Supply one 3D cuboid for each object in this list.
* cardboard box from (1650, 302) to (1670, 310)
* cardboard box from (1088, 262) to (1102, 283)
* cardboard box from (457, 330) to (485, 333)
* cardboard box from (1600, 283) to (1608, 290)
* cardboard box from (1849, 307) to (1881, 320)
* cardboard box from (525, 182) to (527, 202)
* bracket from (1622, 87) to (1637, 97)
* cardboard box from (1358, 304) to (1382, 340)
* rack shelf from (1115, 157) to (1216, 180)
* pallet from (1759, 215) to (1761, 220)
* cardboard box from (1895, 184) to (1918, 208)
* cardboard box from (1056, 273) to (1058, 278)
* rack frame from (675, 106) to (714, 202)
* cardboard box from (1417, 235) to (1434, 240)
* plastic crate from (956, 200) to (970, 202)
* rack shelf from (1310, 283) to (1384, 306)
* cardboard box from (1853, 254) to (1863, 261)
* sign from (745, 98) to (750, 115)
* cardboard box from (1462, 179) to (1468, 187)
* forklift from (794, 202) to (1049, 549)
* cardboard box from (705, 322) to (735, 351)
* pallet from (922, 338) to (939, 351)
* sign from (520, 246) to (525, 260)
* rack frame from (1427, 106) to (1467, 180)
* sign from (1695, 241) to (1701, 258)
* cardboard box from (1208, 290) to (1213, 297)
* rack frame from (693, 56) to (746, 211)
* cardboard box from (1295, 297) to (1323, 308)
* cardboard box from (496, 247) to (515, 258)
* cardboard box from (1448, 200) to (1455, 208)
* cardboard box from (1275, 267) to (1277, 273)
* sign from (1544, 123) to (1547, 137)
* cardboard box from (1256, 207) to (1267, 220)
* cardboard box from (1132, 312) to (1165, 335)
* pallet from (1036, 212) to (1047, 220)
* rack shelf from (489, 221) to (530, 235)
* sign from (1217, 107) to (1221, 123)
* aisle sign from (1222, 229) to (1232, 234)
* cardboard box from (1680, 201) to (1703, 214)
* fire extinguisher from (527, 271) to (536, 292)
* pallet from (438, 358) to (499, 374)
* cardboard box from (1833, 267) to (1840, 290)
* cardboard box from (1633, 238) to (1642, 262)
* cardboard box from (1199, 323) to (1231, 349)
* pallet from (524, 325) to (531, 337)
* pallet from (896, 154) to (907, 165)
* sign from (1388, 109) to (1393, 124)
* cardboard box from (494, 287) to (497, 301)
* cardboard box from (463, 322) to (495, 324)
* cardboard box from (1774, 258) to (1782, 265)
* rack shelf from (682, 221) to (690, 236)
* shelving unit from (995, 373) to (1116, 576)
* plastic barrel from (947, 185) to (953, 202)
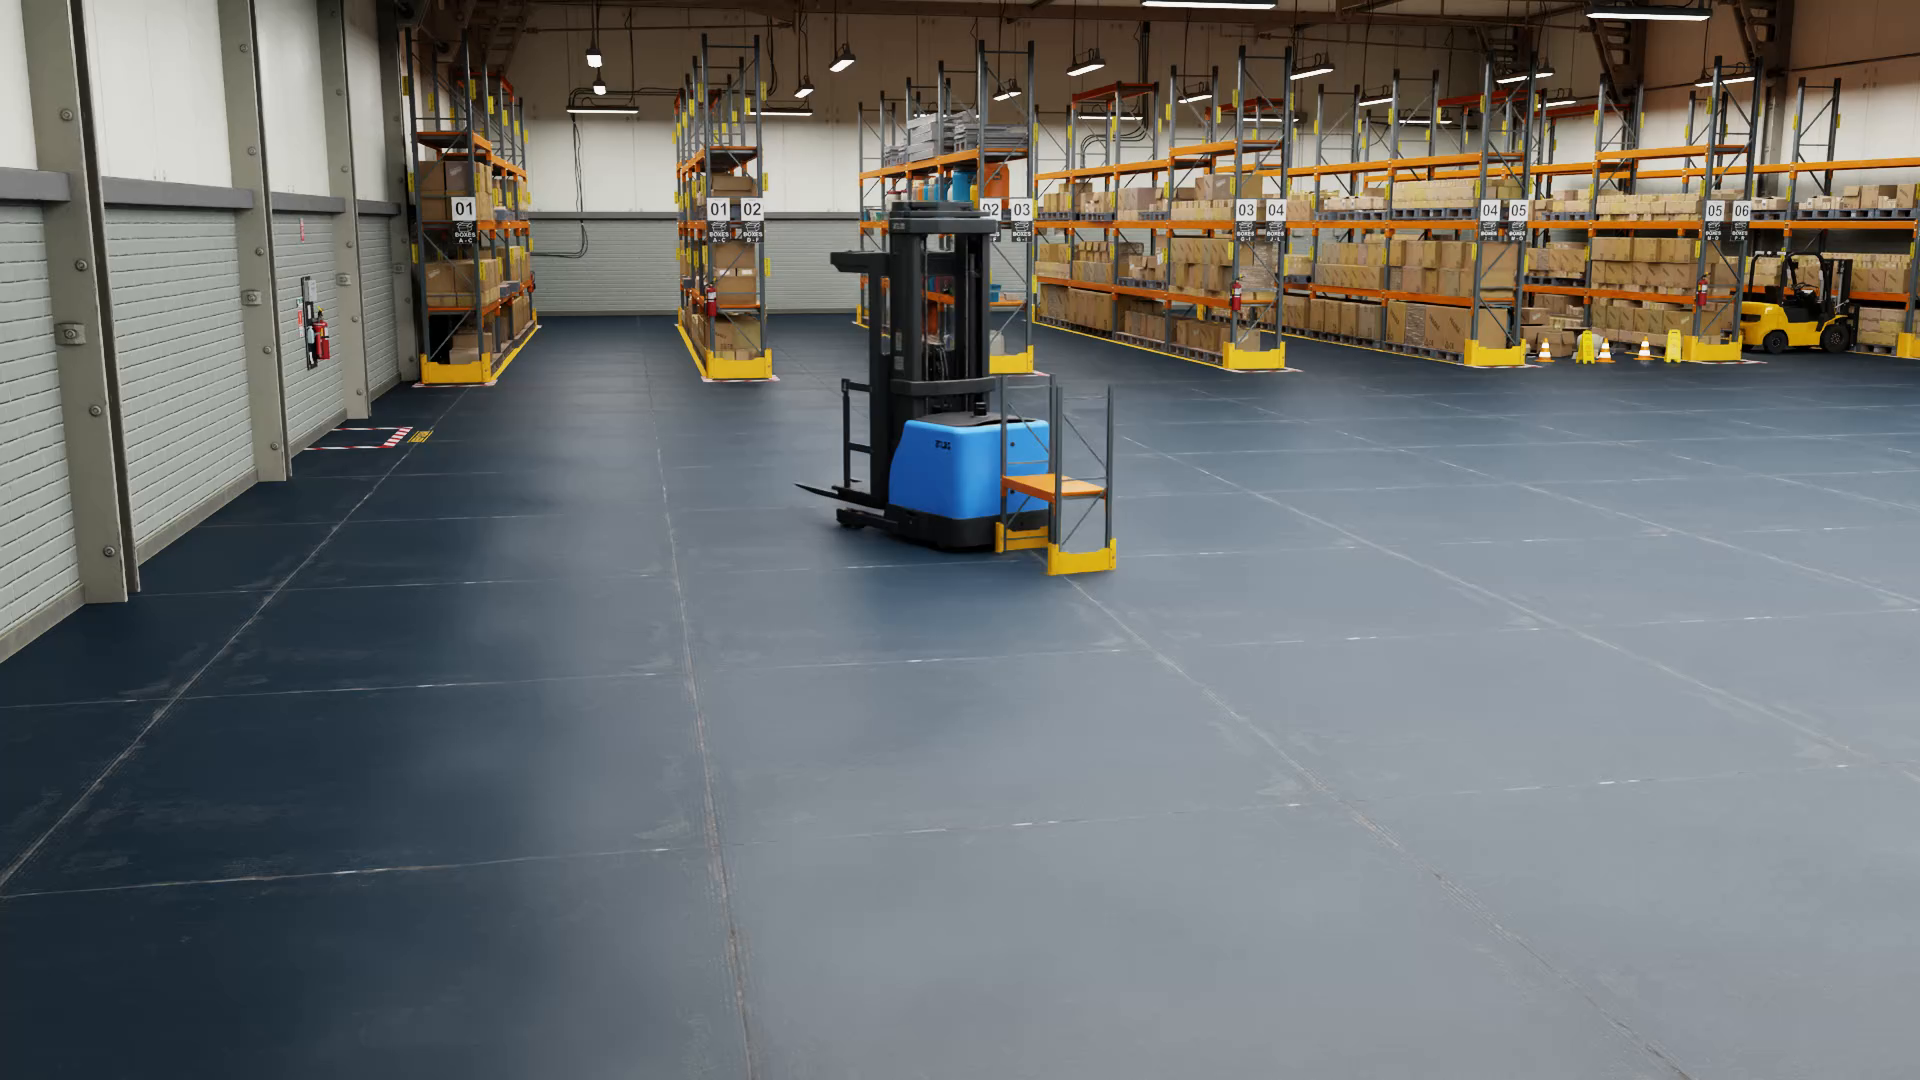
[{"bbox_3d":[14.825,-4.944,35.139,0.380,0.149,0.250,-2,11,-10],"label":"cardboard box"},{"bbox_3d":[3.510,-6.670,41.452,0.500,0.500,0.500,-2,11,-10],"label":"cardboard box"},{"bbox_3d":[-9.414,-3.785,32.068,0.500,0.500,0.500,-3,11,-15],"label":"cardboard box"},{"bbox_3d":[14.488,-5.649,37.026,0.380,0.149,0.250,-2,11,-9],"label":"cardboard box"},{"bbox_3d":[19.679,-4.939,36.182,0.500,0.250,0.500,-2,11,-10],"label":"cardboard box"},{"bbox_3d":[-11.579,-9.086,43.393,0.500,0.500,0.500,-2,11,-11],"label":"cardboard box"},{"bbox_3d":[18.435,-12.322,45.739,0.235,0.232,0.430,-2,11,-11],"label":"bracket"},{"bbox_3d":[9.597,-4.900,37.309,1.050,0.750,0.750,-2,11,-11],"label":"cardboard box"},{"bbox_3d":[4.532,-8.290,37.178,1.077,0.370,4.000,-2,11,-11],"label":"rack shelf"},{"bbox_3d":[19.172,-7.856,40.430,1.003,0.211,1.213,-2,11,-8],"label":"pallet"},{"bbox_3d":[19.962,-7.184,34.740,0.500,0.500,0.500,-2,11,-9],"label":"cardboard box"},{"bbox_3d":[2.784,-7.103,44.662,0.380,0.149,0.250,-2,11,-10],"label":"cardboard box"},{"bbox_3d":[-7.131,-10.314,44.820,1.000,3.000,0.127,-2,11,-11],"label":"rack frame"},{"bbox_3d":[12.713,-8.257,45.382,0.380,0.149,0.250,-2,11,-12],"label":"cardboard box"},{"bbox_3d":[0.174,-6.417,32.407,0.392,0.384,0.575,-2,11,-11],"label":"plastic crate"},{"bbox_3d":[9.417,-5.701,38.552,1.077,0.370,4.000,-2,11,-11],"label":"rack shelf"},{"bbox_3d":[19.665,-6.136,36.116,0.380,0.149,0.250,-2,11,-10],"label":"cardboard box"},{"bbox_3d":[-4.248,-8.666,33.237,0.100,0.325,0.005,-2,11,-11],"label":"sign"},{"bbox_3d":[10.138,-7.047,32.823,0.380,0.149,0.250,-2,11,-11],"label":"cardboard box"},{"bbox_3d":[-0.482,-1.585,15.187,1.130,2.935,3.031,-8,13,-35],"label":"forklift"},{"bbox_3d":[-4.415,-3.744,30.571,0.500,0.500,0.500,-2,11,-11],"label":"cardboard box"},{"bbox_3d":[-0.369,-4.343,36.949,1.003,0.211,1.213,-2,11,-11],"label":"pallet"},{"bbox_3d":[-10.681,-7.004,40.589,0.100,0.325,0.005,-2,11,-11],"label":"sign"},{"bbox_3d":[13.086,-10.301,44.748,1.000,3.000,0.127,-2,11,-11],"label":"rack frame"},{"bbox_3d":[14.871,-5.860,33.522,0.100,0.325,0.005,-2,11,-11],"label":"sign"},{"bbox_3d":[5.182,-4.942,33.313,0.380,0.149,0.250,-2,11,-11],"label":"cardboard box"},{"bbox_3d":[-4.797,-8.113,33.257,1.000,3.000,0.127,-2,11,-11],"label":"rack frame"},{"bbox_3d":[8.637,-5.884,41.145,0.500,0.250,0.500,-2,11,-12],"label":"cardboard box"},{"bbox_3d":[-10.475,-6.575,38.099,0.500,0.250,0.500,-2,11,-11],"label":"cardboard box"},{"bbox_3d":[10.039,-6.748,33.387,0.380,0.149,0.250,-2,11,-10],"label":"cardboard box"},{"bbox_3d":[8.180,-6.863,42.282,0.380,0.149,0.250,-3,11,-14],"label":"cardboard box"},{"bbox_3d":[14.394,-10.086,40.912,0.100,0.325,0.005,-2,11,-11],"label":"sign"},{"bbox_3d":[5.859,-6.290,32.100,0.500,0.250,0.500,-2,11,-9],"label":"cardboard box"},{"bbox_3d":[4.413,-5.024,38.580,0.700,0.500,0.500,-3,11,-16],"label":"cardboard box"},{"bbox_3d":[2.741,-9.021,46.285,1.003,0.211,1.213,-2,11,-11],"label":"pallet"},{"bbox_3d":[-11.600,-7.940,42.291,1.077,0.370,4.000,-2,11,-11],"label":"rack shelf"},{"bbox_3d":[5.457,-8.987,35.137,0.100,0.325,0.005,-2,11,-11],"label":"sign"},{"bbox_3d":[7.752,-9.190,48.005,0.394,0.787,0.004,-2,11,-11],"label":"aisle sign"},{"bbox_3d":[15.056,-6.783,33.893,0.500,0.250,0.500,-2,11,-12],"label":"cardboard box"},{"bbox_3d":[-11.566,-7.010,44.707,0.296,0.674,0.183,-2,11,-11],"label":"fire extinguisher"},{"bbox_3d":[-9.250,-3.270,31.310,1.003,0.211,1.213,-2,11,-11],"label":"pallet"},{"bbox_3d":[19.634,-5.745,36.591,0.500,0.500,0.500,-2,11,-11],"label":"cardboard box"},{"bbox_3d":[14.854,-6.204,35.534,0.700,0.500,0.500,-2,11,-11],"label":"cardboard box"},{"bbox_3d":[5.276,-4.214,34.375,0.500,0.500,0.500,-3,11,-16],"label":"cardboard box"},{"bbox_3d":[-11.283,-5.225,41.585,1.003,0.211,1.213,-2,11,-11],"label":"pallet"},{"bbox_3d":[-0.826,-8.871,38.810,1.213,0.211,1.003,-2,11,-11],"label":"pallet"},{"bbox_3d":[9.276,-9.111,35.787,0.100,0.325,0.005,-2,11,-11],"label":"sign"},{"bbox_3d":[-9.064,-4.662,31.518,0.500,0.250,0.500,-2,11,-11],"label":"cardboard box"},{"bbox_3d":[-10.024,-4.296,34.754,0.700,0.500,0.500,-2,11,-10],"label":"cardboard box"},{"bbox_3d":[19.225,-6.490,38.769,0.380,0.149,0.250,-2,11,-9],"label":"cardboard box"},{"bbox_3d":[-5.964,-7.387,39.386,1.077,0.370,4.000,-2,11,-11],"label":"rack shelf"},{"bbox_3d":[0.778,-0.567,13.666,0.587,1.500,1.083,-5,12,-23],"label":"shelving unit"},{"bbox_3d":[-0.047,-6.994,33.978,0.421,0.512,0.421,0,11,0],"label":"plastic barrel"}]
